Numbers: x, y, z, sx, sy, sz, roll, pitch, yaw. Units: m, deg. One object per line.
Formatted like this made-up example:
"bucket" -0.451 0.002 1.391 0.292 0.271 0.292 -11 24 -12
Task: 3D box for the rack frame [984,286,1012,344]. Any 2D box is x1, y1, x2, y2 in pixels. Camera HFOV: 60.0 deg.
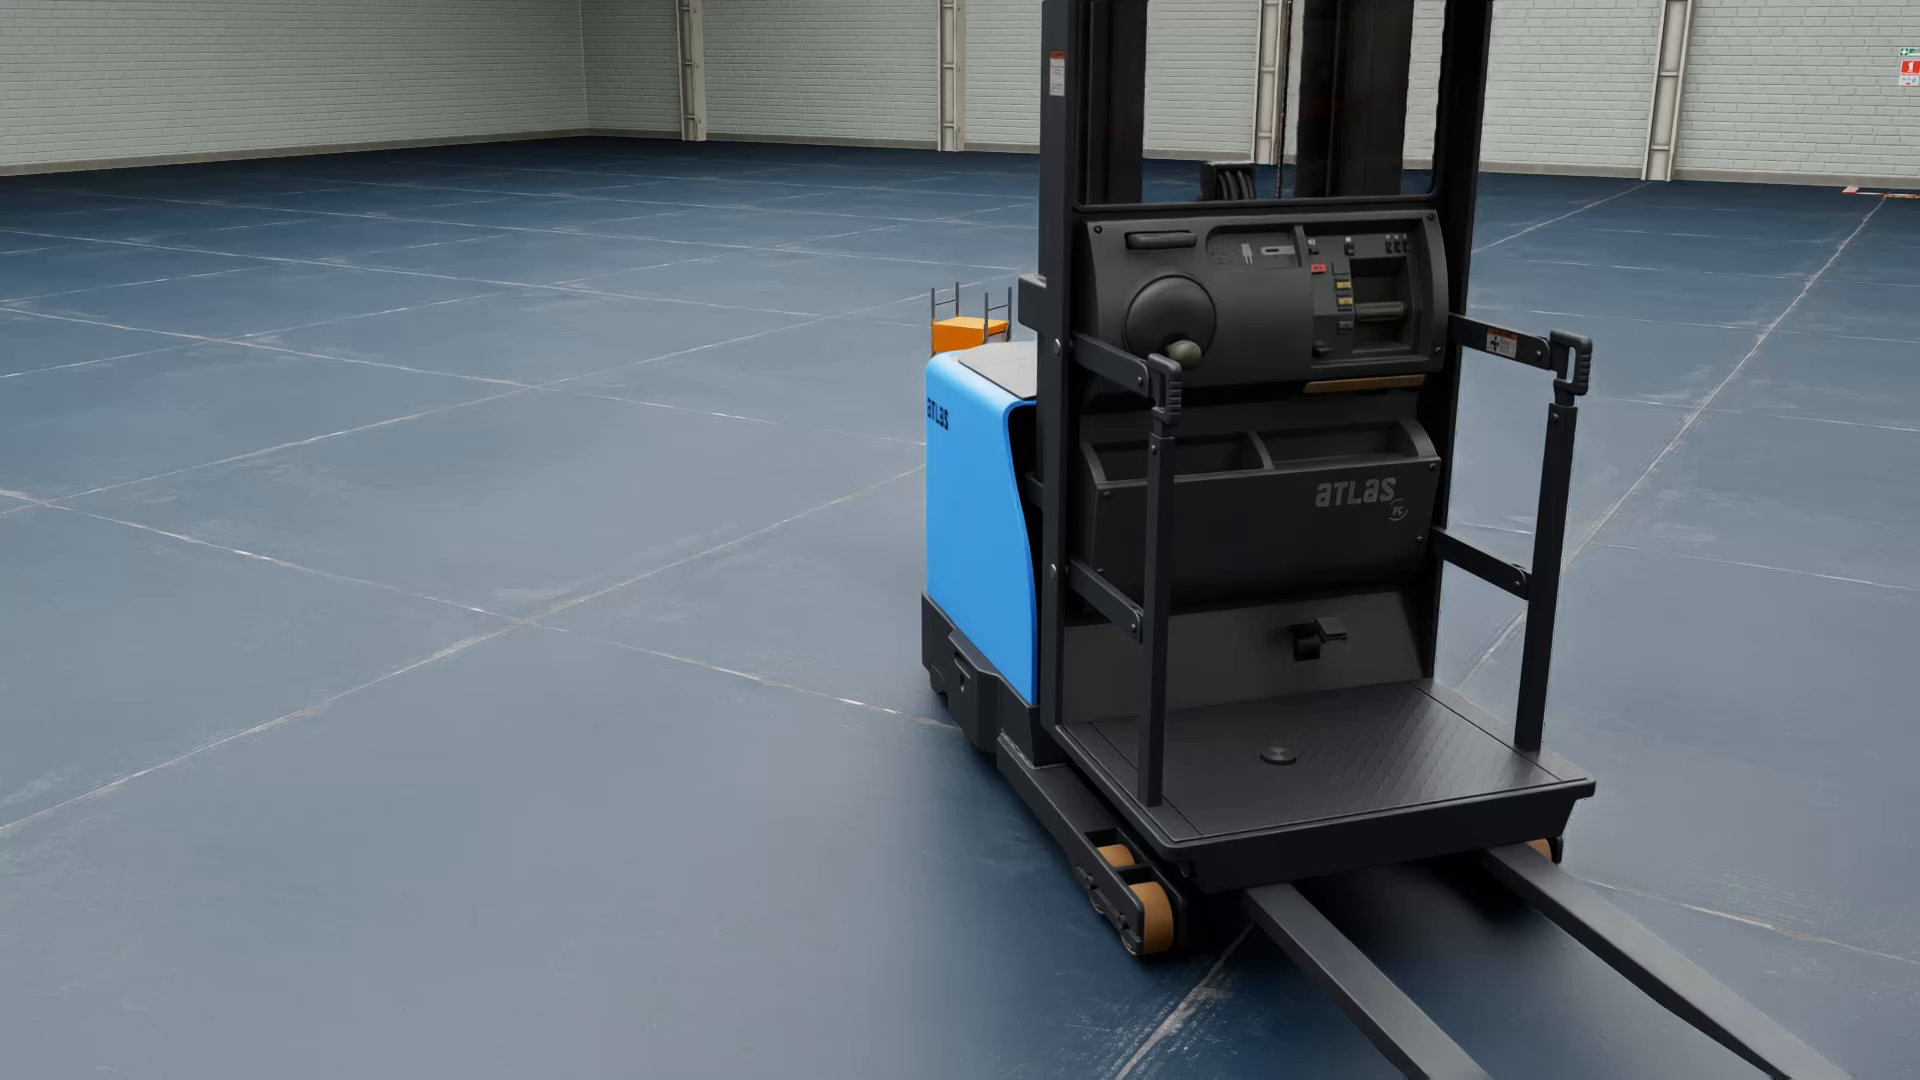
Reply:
"rack frame" 0.150 -0.476 6.641 0.008 1.050 0.200 10 20 30

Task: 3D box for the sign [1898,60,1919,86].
"sign" 12.680 -6.237 22.193 0.234 0.329 0.001 10 20 30

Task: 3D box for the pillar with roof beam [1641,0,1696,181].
"pillar with roof beam" 7.817 -8.442 19.191 0.400 9.000 9.100 10 20 30

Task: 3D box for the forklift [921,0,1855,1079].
"forklift" 0.812 -0.589 3.777 1.130 2.935 3.031 -5 18 -17

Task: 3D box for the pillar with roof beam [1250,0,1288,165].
"pillar with roof beam" 2.704 -9.355 22.195 0.400 9.000 9.100 10 20 30

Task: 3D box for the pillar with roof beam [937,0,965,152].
"pillar with roof beam" -2.408 -10.268 25.200 0.400 9.000 9.100 10 20 30

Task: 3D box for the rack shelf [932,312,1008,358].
"rack shelf" 0.046 -0.756 6.622 0.240 0.259 0.215 10 20 30

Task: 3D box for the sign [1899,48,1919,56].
"sign" 12.679 -6.488 22.106 0.331 0.109 0.001 10 20 30

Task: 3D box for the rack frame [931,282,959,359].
"rack frame" -0.058 -0.513 6.763 0.008 1.050 0.200 10 20 30

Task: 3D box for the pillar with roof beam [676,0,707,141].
"pillar with roof beam" -7.521 -11.180 28.204 0.400 9.000 9.100 10 20 30

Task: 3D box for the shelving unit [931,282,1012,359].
"shelving unit" 0.046 -0.494 6.702 0.252 1.050 0.215 10 20 30
